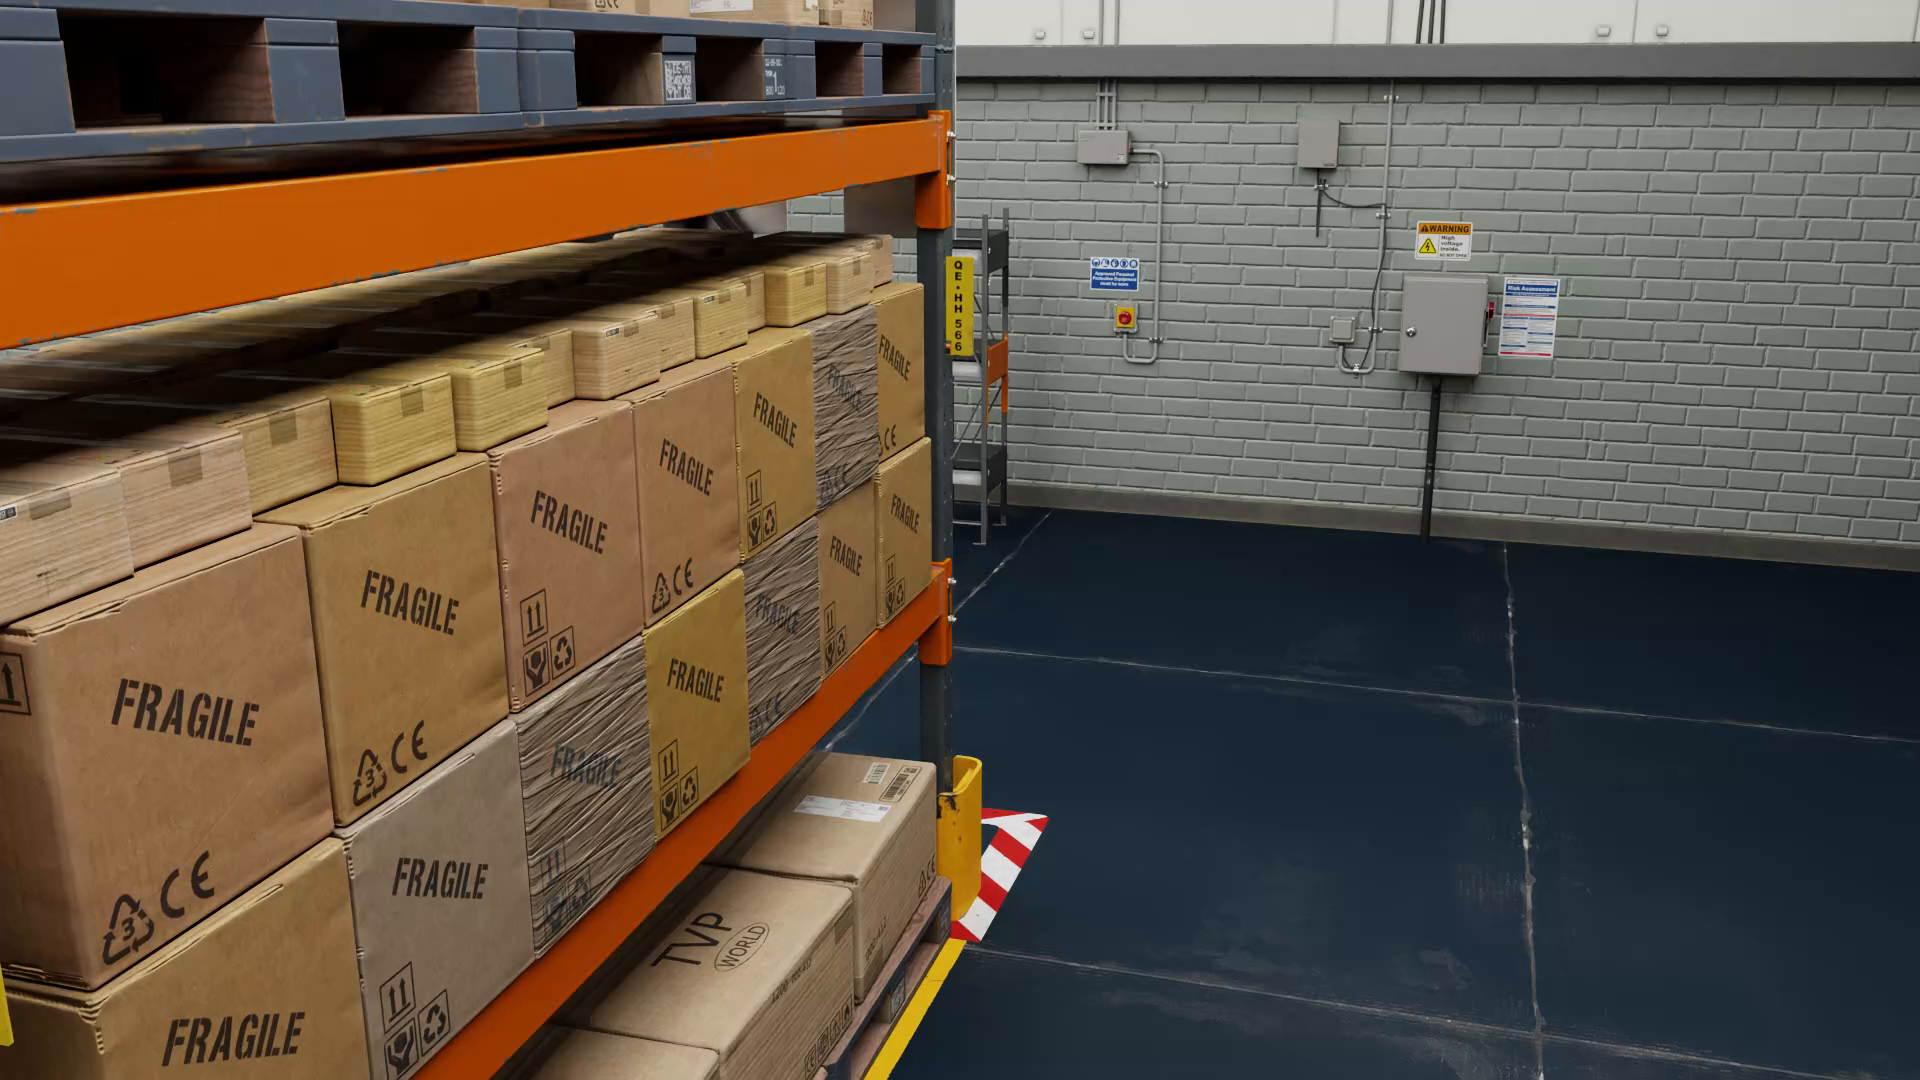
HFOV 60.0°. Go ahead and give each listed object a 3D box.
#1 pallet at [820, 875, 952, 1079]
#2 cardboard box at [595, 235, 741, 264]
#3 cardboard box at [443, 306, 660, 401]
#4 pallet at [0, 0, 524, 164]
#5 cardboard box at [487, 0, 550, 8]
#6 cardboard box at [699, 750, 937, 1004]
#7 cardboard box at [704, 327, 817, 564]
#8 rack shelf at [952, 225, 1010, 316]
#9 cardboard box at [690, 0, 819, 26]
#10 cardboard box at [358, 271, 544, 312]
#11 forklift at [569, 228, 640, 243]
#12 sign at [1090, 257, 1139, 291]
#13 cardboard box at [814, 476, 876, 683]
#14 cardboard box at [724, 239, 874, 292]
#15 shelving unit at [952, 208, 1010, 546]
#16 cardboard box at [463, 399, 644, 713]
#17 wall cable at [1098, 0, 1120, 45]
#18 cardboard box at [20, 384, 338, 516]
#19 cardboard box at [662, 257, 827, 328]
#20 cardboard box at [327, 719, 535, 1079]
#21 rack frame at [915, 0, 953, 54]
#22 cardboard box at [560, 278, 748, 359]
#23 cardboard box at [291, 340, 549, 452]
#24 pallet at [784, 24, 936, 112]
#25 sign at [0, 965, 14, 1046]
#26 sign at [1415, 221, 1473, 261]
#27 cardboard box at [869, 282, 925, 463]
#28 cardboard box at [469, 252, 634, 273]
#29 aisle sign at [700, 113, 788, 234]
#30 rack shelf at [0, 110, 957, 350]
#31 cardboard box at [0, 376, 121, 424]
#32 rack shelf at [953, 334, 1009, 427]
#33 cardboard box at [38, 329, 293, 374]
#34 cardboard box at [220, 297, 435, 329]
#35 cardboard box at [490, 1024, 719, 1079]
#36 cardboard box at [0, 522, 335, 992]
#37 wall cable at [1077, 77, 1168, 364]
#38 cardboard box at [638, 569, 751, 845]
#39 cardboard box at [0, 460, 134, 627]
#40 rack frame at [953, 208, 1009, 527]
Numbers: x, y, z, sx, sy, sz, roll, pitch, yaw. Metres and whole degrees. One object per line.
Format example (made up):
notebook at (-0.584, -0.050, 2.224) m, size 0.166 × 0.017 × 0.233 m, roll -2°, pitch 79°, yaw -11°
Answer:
pallet at (-0.673, 1.409, 5.474) m, size 1.003 × 0.211 × 1.213 m, roll 5°, pitch 16°, yaw 16°
cardboard box at (-0.893, -0.843, 5.101) m, size 0.380 × 0.149 × 0.250 m, roll 5°, pitch 17°, yaw 17°
cardboard box at (-0.868, -0.402, 3.544) m, size 0.380 × 0.149 × 0.250 m, roll 5°, pitch 16°, yaw 16°
pallet at (-1.415, -0.715, 2.517) m, size 1.003 × 0.211 × 1.213 m, roll 5°, pitch 16°, yaw 16°
cardboard box at (-1.237, -1.373, 3.540) m, size 0.500 × 0.500 × 0.500 m, roll 5°, pitch 17°, yaw 17°
cardboard box at (-0.612, 1.064, 5.509) m, size 0.875 × 0.438 × 0.875 m, roll 4°, pitch 16°, yaw 14°
cardboard box at (-0.693, -0.264, 4.247) m, size 0.500 × 0.500 × 0.500 m, roll 5°, pitch 16°, yaw 16°
rack shelf at (0.047, -1.714, 10.508) m, size 0.431 × 0.518 × 0.480 m, roll 5°, pitch 16°, yaw 16°
cardboard box at (-0.605, -1.479, 4.558) m, size 0.380 × 0.149 × 0.250 m, roll 3°, pitch 16°, yaw 12°
cardboard box at (-1.270, -0.579, 4.169) m, size 0.380 × 0.149 × 0.250 m, roll 5°, pitch 17°, yaw 16°
forklift at (-2.538, -1.085, 9.283) m, size 3.031 × 2.935 × 1.130 m, roll -6°, pitch 17°, yaw -22°
sign at (1.031, -1.774, 11.093) m, size 0.327 × 0.218 × 0.001 m, roll 5°, pitch 16°, yaw 16°
cardboard box at (-0.561, 0.081, 4.863) m, size 0.500 × 0.500 × 0.500 m, roll 4°, pitch 16°, yaw 15°
cardboard box at (-0.480, -0.811, 4.987) m, size 0.380 × 0.149 × 0.250 m, roll 5°, pitch 17°, yaw 17°
shelving unit at (0.047, -1.053, 10.696) m, size 0.431 × 2.100 × 0.503 m, roll 5°, pitch 16°, yaw 16°
cardboard box at (-0.984, -0.001, 3.319) m, size 0.500 × 0.500 × 0.500 m, roll 5°, pitch 17°, yaw 17°
wall cable at (0.826, -4.544, 10.358) m, size 0.463 × 3.000 × 0.029 m, roll 5°, pitch 16°, yaw 16°
cardboard box at (-1.229, -0.143, 2.633) m, size 0.380 × 0.149 × 0.250 m, roll 4°, pitch 16°, yaw 15°
cardboard box at (-0.583, -0.674, 4.505) m, size 0.380 × 0.149 × 0.250 m, roll 5°, pitch 17°, yaw 17°
cardboard box at (-1.126, 0.617, 2.974) m, size 0.500 × 0.500 × 0.500 m, roll 5°, pitch 17°, yaw 16°
rack frame at (-0.521, -3.034, 5.034) m, size 1.000 × 3.000 × 0.127 m, roll 5°, pitch 16°, yaw 16°
cardboard box at (-0.741, -0.541, 4.036) m, size 0.380 × 0.149 × 0.250 m, roll 5°, pitch 17°, yaw 17°
cardboard box at (-0.996, -0.271, 3.082) m, size 0.380 × 0.149 × 0.250 m, roll 4°, pitch 16°, yaw 14°
pallet at (-0.721, -1.353, 4.768) m, size 1.003 × 0.211 × 1.213 m, roll 5°, pitch 16°, yaw 16°
sign at (-1.134, 0.420, 1.876) m, size 0.100 × 0.325 × 0.005 m, roll 5°, pitch 16°, yaw 16°
sign at (3.038, -1.879, 10.444) m, size 0.339 × 0.242 × 0.001 m, roll 5°, pitch 16°, yaw 16°
cardboard box at (-0.429, -0.532, 5.193) m, size 0.500 × 0.500 × 0.500 m, roll 5°, pitch 17°, yaw 18°
cardboard box at (-1.134, -0.714, 4.645) m, size 0.380 × 0.149 × 0.250 m, roll 4°, pitch 16°, yaw 14°
aisle sign at (-0.778, -1.439, 5.643) m, size 0.394 × 0.787 × 0.004 m, roll 5°, pitch 16°, yaw 16°
rack shelf at (-1.089, -0.721, 3.696) m, size 1.077 × 0.370 × 4.000 m, roll 5°, pitch 16°, yaw 16°
cardboard box at (-1.616, -0.172, 2.736) m, size 0.380 × 0.149 × 0.250 m, roll 5°, pitch 16°, yaw 16°
rack shelf at (0.047, -1.040, 10.699) m, size 0.431 × 0.518 × 0.480 m, roll 5°, pitch 16°, yaw 16°
cardboard box at (-1.524, -0.308, 3.215) m, size 0.380 × 0.149 × 0.250 m, roll 4°, pitch 16°, yaw 15°
cardboard box at (-1.396, -0.442, 3.688) m, size 0.380 × 0.149 × 0.250 m, roll 5°, pitch 16°, yaw 16°
cardboard box at (-1.122, 1.539, 3.831) m, size 0.875 × 0.438 × 0.875 m, roll 4°, pitch 16°, yaw 14°
cardboard box at (-1.290, 0.264, 2.386) m, size 0.500 × 0.500 × 0.500 m, roll 5°, pitch 17°, yaw 16°
wall cable at (1.059, -2.128, 10.917) m, size 0.585 × 1.953 × 0.123 m, roll 5°, pitch 16°, yaw 16°
cardboard box at (-0.832, 0.353, 3.906) m, size 0.500 × 0.500 × 0.500 m, roll 5°, pitch 17°, yaw 18°
cardboard box at (-1.319, -0.005, 2.145) m, size 0.380 × 0.149 × 0.250 m, roll 4°, pitch 16°, yaw 15°
rack frame at (0.116, -1.117, 10.921) m, size 0.400 × 2.100 × 0.015 m, roll 5°, pitch 16°, yaw 16°
